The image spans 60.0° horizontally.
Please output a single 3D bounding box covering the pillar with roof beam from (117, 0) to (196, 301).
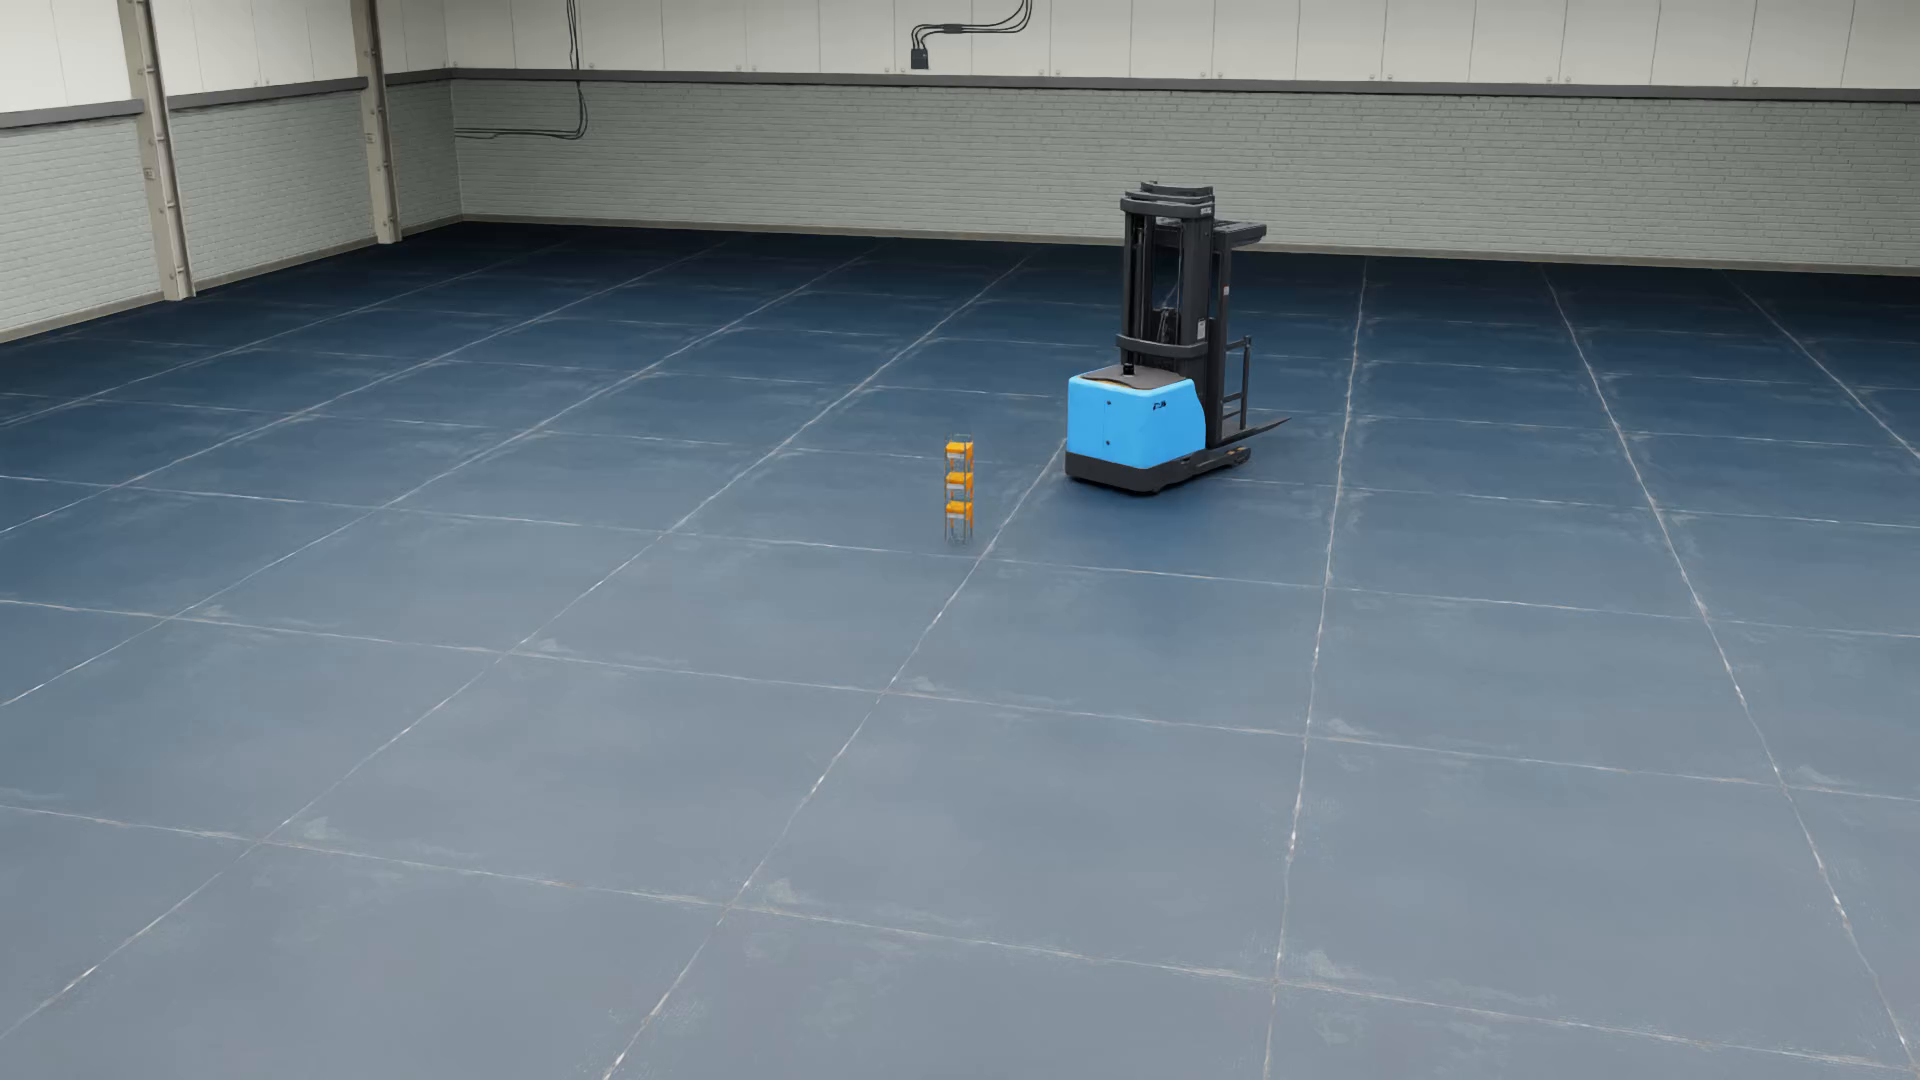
[{"bbox_3d":[-8.294,-7.785,24.121,9.100,9.000,0.400,5,19,13],"label":"pillar with roof beam"}]

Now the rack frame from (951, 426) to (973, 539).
[{"bbox_3d":[0.017,-0.518,15.143,0.200,1.050,0.008,5,19,13],"label":"rack frame"}]

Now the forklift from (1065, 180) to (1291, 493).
[{"bbox_3d":[2.439,-2.256,17.321,1.130,2.935,3.031,16,25,39],"label":"forklift"}]

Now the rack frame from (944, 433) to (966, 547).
[{"bbox_3d":[-0.043,-0.442,14.919,0.200,1.050,0.008,5,19,13],"label":"rack frame"}]

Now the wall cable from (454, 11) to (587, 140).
[{"bbox_3d":[-9.001,-9.355,33.522,3.097,2.526,0.112,5,19,13],"label":"wall cable"}]

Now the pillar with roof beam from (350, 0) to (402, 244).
[{"bbox_3d":[-6.828,-9.666,29.627,9.100,9.000,0.400,5,19,13],"label":"pillar with roof beam"}]

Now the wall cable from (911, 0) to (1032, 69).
[{"bbox_3d":[0.201,-11.680,30.261,2.305,6.003,0.169,5,19,13],"label":"wall cable"}]

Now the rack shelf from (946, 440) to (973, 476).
[{"bbox_3d":[-0.013,-0.739,14.943,0.215,0.259,0.240,5,19,13],"label":"rack shelf"}]

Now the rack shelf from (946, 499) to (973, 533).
[{"bbox_3d":[-0.013,-0.207,15.124,0.215,0.259,0.240,5,19,13],"label":"rack shelf"}]

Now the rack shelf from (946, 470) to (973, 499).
[{"bbox_3d":[-0.013,-0.470,15.035,0.215,0.259,0.240,5,19,13],"label":"rack shelf"}]

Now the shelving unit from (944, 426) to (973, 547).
[{"bbox_3d":[-0.013,-0.480,15.031,0.215,1.050,0.252,5,19,13],"label":"shelving unit"}]

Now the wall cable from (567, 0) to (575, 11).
[{"bbox_3d":[-6.377,-11.532,32.080,3.097,2.526,0.112,5,19,13],"label":"wall cable"}]
